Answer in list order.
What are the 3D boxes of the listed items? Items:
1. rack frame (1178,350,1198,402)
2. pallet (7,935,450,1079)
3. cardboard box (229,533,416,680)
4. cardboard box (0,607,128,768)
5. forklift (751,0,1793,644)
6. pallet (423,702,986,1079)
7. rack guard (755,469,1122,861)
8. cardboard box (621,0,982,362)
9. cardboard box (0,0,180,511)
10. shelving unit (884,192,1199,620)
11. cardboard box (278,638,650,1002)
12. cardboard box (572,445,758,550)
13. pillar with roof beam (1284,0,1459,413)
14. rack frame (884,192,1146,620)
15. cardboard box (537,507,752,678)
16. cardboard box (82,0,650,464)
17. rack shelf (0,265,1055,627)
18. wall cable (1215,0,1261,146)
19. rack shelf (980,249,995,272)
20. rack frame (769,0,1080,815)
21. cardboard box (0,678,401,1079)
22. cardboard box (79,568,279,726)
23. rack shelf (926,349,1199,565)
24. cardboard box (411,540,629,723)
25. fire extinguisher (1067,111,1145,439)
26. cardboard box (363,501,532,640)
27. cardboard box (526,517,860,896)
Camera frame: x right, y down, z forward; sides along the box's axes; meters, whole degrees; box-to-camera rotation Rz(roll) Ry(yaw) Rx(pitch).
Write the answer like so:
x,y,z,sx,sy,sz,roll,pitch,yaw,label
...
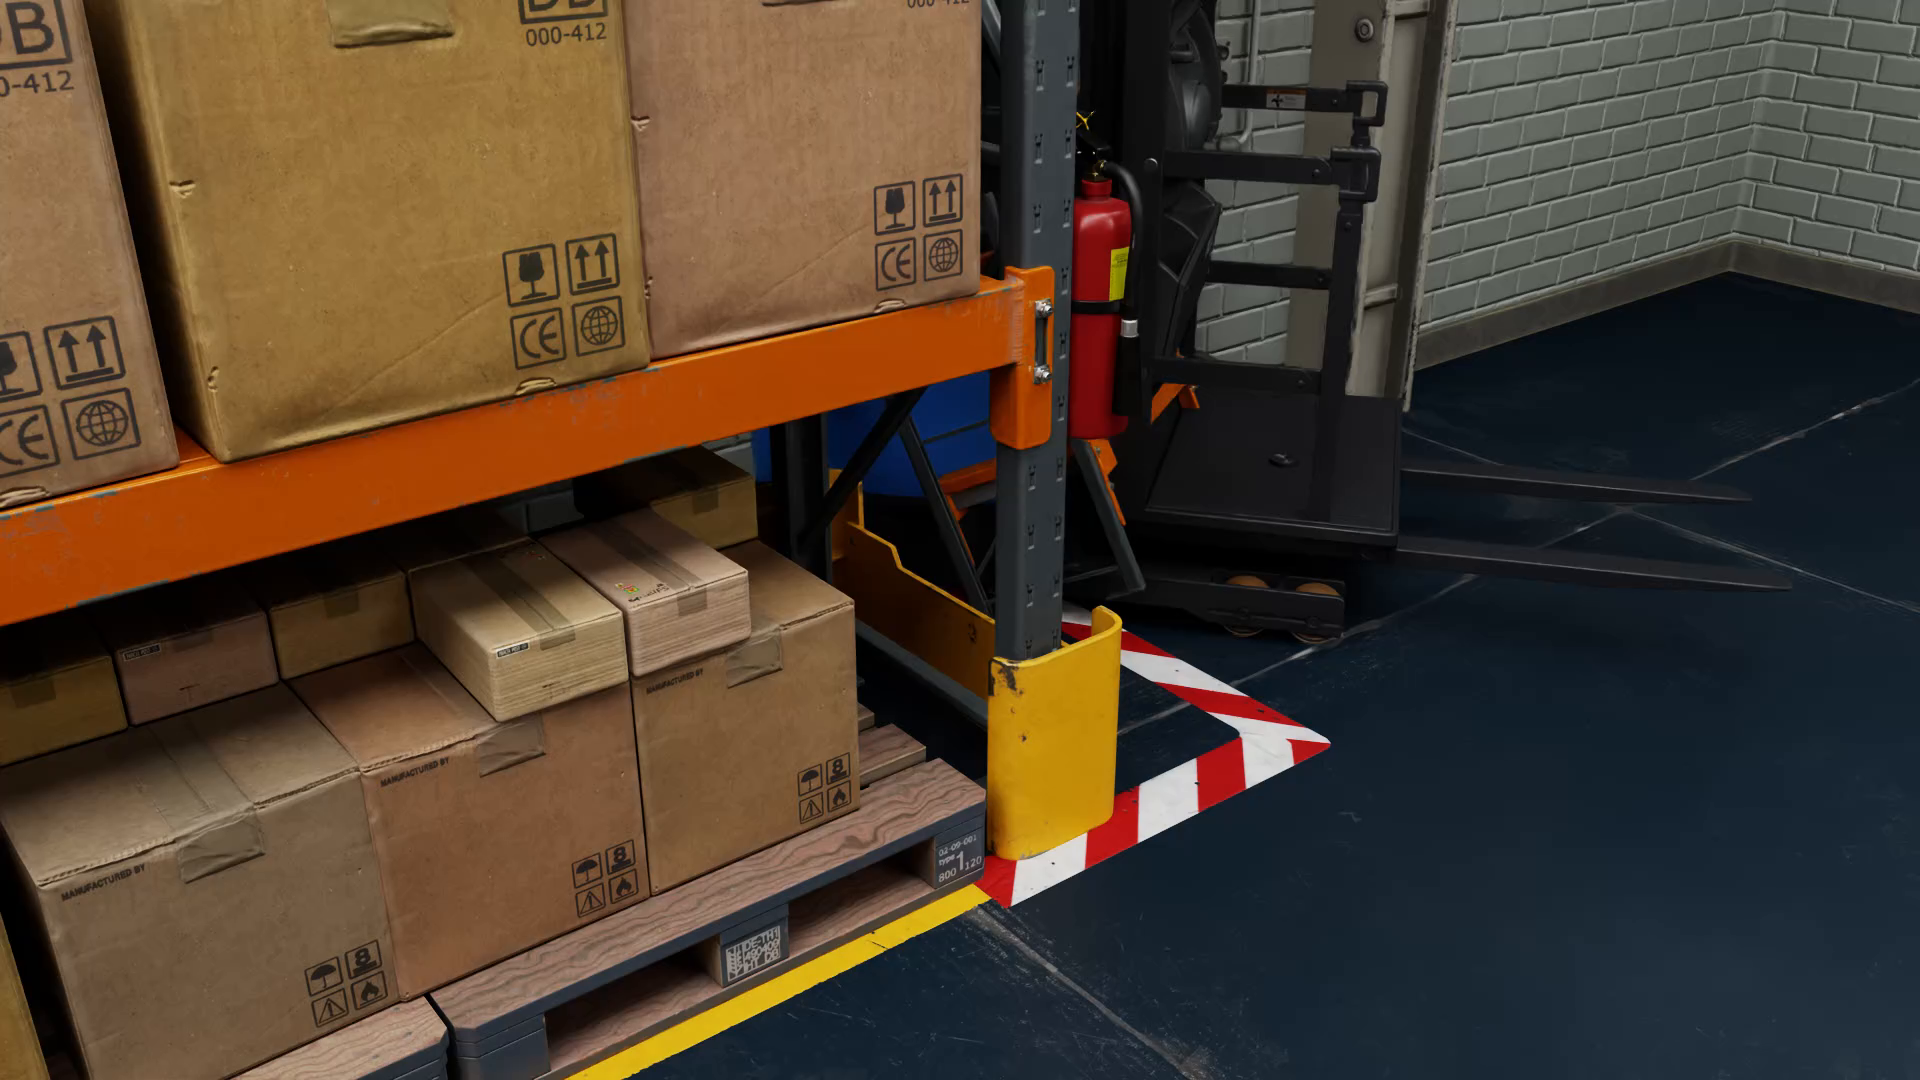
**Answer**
x,y,z,sx,sy,sz,roll,pitch,yaw,label
0.421,-0.664,5.353,0.500,1.125,0.032,-16,13,26,rack frame
-1.671,0.948,2.958,1.213,0.211,1.003,-18,31,-34,pallet
-1.240,0.096,3.180,0.250,0.149,0.380,-18,30,-34,cardboard box
-1.641,0.229,2.893,0.250,0.149,0.380,-18,30,-34,cardboard box
0.836,-1.288,4.543,3.031,2.935,1.130,6,26,13,forklift
-0.711,0.632,3.637,1.213,0.211,1.003,-18,31,-34,pallet
-0.111,0.261,4.093,0.348,0.500,1.175,-18,31,-34,rack guard
-0.525,-0.866,3.197,0.700,0.700,0.980,-17,30,-32,cardboard box
-1.697,-0.479,2.362,0.700,0.700,0.980,-20,32,-36,cardboard box
0.246,-0.489,4.909,0.538,1.125,1.048,-16,13,26,shelving unit
-1.013,0.422,3.248,0.500,0.500,0.700,-18,31,-34,cardboard box
-0.644,-0.101,3.604,0.250,0.149,0.380,-18,30,-34,cardboard box
4.117,-3.149,1.346,0.400,9.000,9.100,-18,31,-34,pillar with roof beam
0.072,-0.314,4.464,0.500,1.125,0.032,-16,13,26,rack frame
-0.608,0.092,3.189,0.250,0.149,0.380,-19,31,-35,cardboard box
-1.091,-0.674,2.782,0.700,0.700,0.980,-19,31,-34,cardboard box
-1.704,-0.020,2.585,4.000,0.370,1.077,-18,31,-34,rack shelf
0.294,-1.973,4.731,1.851,1.984,0.084,-18,31,-34,wall cable
0.137,-0.754,4.848,0.538,0.278,1.000,-16,13,26,rack shelf
-0.130,-0.866,3.553,0.127,3.000,1.000,-18,31,-34,rack frame
-1.408,0.553,2.966,0.500,0.500,0.700,-19,31,-36,cardboard box
-1.440,0.162,3.037,0.250,0.149,0.380,-18,30,-33,cardboard box
0.338,-0.268,4.960,0.538,0.278,1.000,-16,13,26,rack shelf
-0.809,0.158,3.046,0.250,0.149,0.380,-17,30,-33,cardboard box
0.273,-0.548,3.403,0.183,0.674,0.296,-18,31,-34,fire extinguisher
-1.043,0.031,3.320,0.250,0.149,0.380,-18,30,-34,cardboard box
-0.619,0.292,3.528,0.500,0.500,0.700,-18,31,-34,cardboard box
